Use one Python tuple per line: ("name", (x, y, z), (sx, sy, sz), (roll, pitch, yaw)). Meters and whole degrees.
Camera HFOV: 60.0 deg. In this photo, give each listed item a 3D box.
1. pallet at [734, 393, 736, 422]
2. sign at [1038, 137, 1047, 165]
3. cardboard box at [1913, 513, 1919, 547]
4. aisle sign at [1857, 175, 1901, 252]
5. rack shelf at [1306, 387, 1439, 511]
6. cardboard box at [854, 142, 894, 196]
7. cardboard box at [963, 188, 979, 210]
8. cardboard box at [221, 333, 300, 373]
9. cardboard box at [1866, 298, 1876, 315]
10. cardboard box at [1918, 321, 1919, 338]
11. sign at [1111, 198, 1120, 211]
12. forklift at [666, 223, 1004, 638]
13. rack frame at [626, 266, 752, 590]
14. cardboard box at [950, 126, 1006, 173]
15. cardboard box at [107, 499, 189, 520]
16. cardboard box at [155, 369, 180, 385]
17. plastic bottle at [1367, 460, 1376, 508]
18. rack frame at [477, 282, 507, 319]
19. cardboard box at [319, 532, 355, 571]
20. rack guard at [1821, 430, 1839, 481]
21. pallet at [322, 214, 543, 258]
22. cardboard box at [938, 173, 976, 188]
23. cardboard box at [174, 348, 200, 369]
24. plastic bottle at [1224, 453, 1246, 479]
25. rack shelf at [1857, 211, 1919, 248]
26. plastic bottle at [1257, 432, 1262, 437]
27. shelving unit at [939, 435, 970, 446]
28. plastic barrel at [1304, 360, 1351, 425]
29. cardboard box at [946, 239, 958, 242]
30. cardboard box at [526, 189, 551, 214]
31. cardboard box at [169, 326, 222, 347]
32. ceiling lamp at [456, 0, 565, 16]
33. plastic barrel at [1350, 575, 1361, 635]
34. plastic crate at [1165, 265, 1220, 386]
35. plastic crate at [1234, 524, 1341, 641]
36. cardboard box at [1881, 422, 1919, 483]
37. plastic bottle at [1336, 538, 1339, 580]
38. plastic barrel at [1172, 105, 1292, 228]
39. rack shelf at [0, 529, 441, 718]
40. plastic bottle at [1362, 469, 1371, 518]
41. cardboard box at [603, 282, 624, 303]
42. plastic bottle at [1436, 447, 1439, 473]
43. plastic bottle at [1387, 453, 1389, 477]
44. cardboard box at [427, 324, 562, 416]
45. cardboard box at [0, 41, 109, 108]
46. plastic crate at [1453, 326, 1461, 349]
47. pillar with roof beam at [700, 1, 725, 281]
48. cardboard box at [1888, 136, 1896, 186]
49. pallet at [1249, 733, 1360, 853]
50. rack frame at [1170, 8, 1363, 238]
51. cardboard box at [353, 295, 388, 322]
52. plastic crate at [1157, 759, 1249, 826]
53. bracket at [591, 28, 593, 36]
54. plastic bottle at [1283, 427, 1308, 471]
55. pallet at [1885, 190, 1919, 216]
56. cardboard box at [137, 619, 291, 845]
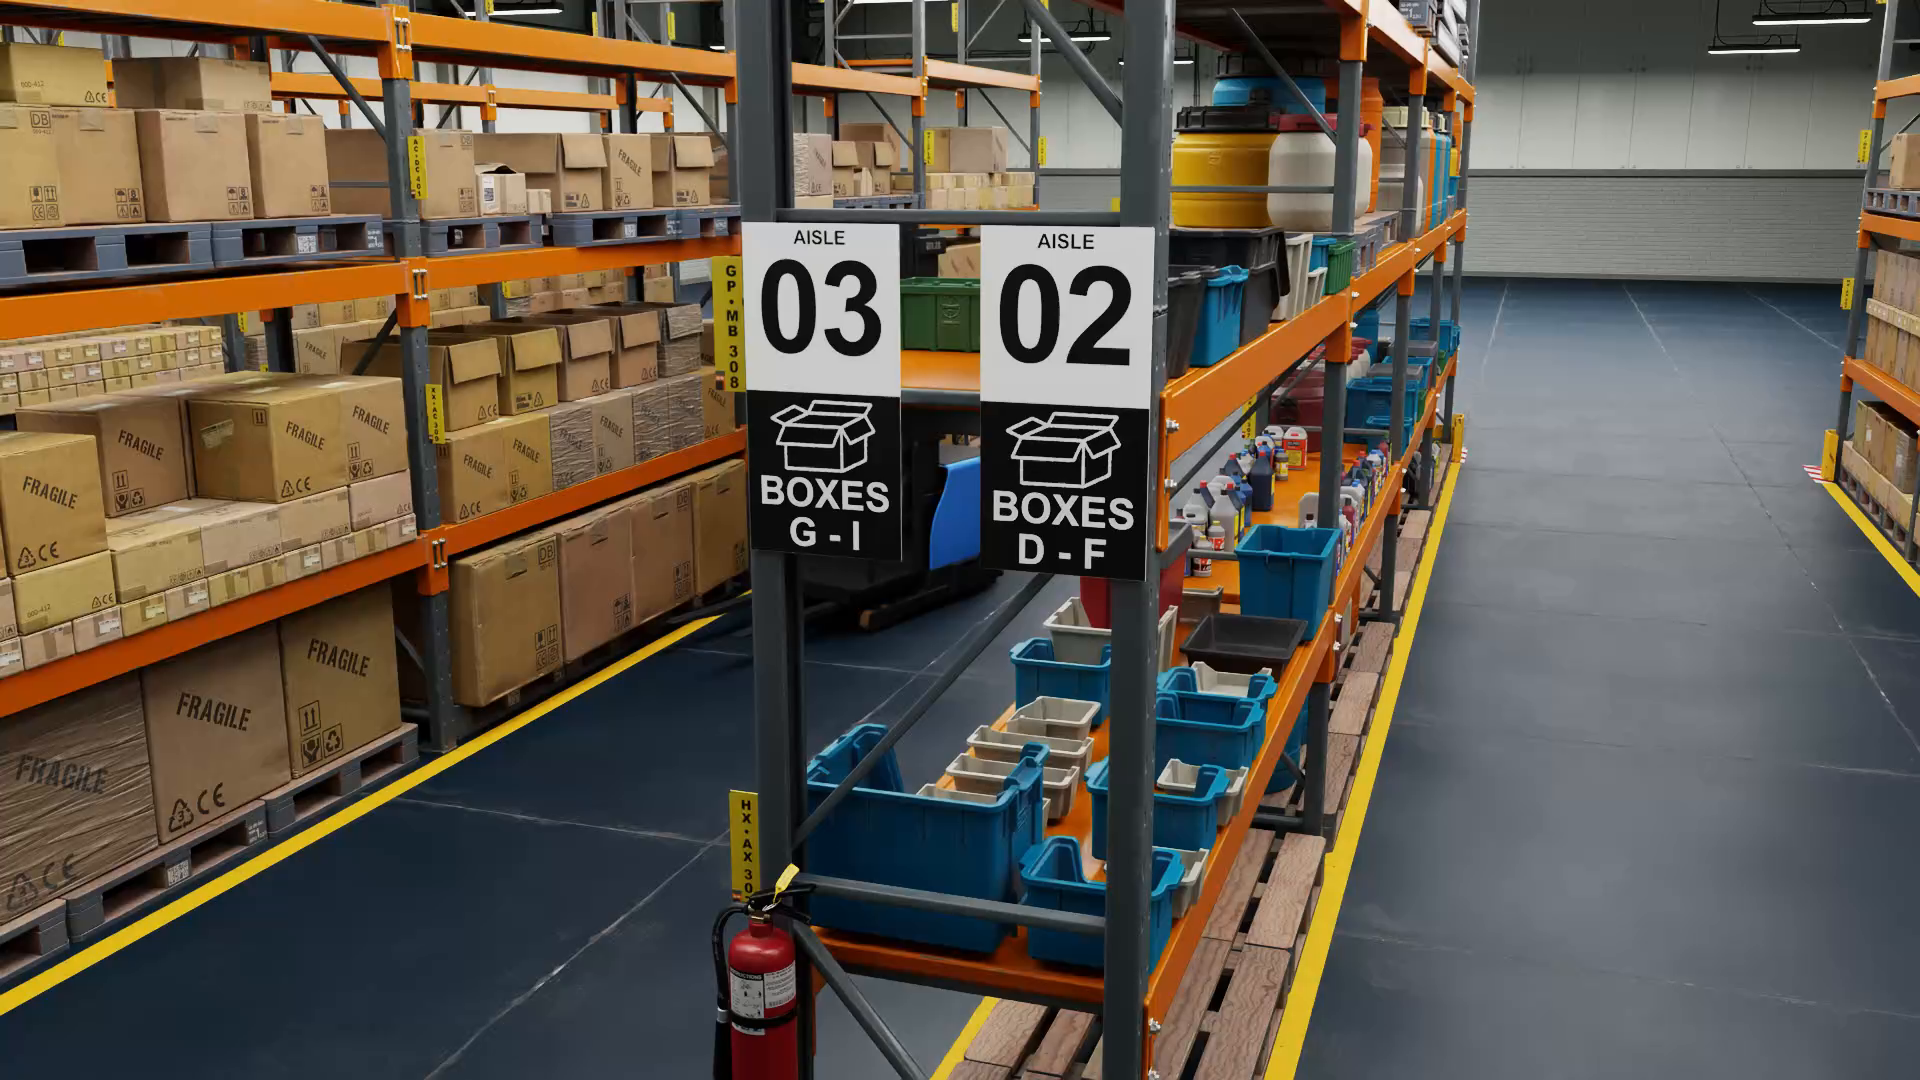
("pallet", (-1.993, -1.179, 13.843), (1.213, 0.211, 1.003), (4, 14, 18))
("sign", (0.985, -4.649, 19.885), (0.100, 0.325, 0.005), (4, 14, 18))
("cardboard box", (8.179, -0.040, 13.658), (0.500, 0.250, 0.500), (4, 13, 17))
("aisle sign", (9.570, -3.388, 17.251), (0.394, 0.787, 0.004), (4, 14, 18))
("rack shelf", (3.211, -0.829, 13.494), (1.077, 0.370, 4.000), (4, 14, 18))
("cardboard box", (-1.074, -3.583, 16.027), (0.797, 0.503, 0.637), (4, 13, 16))
("cardboard box", (-0.103, -3.638, 17.783), (0.500, 0.250, 0.500), (4, 13, 16))
("cardboard box", (-6.382, -1.617, 15.107), (0.500, 0.500, 0.500), (5, 14, 19))
("cardboard box", (9.507, -2.383, 17.005), (0.380, 0.149, 0.250), (4, 14, 18))
("cardboard box", (8.677, -1.843, 14.640), (0.380, 0.149, 0.250), (4, 14, 18))
("sign", (0.750, -1.423, 7.719), (0.100, 0.325, 0.005), (4, 14, 18))
("forklift", (-0.898, -0.880, 12.256), (1.130, 2.935, 3.031), (9, 16, 34))
("rack frame", (-2.123, -1.115, 13.131), (1.000, 3.000, 0.127), (4, 14, 18))
("cardboard box", (0.204, -4.355, 18.568), (0.500, 0.500, 0.500), (4, 14, 18))
("cardboard box", (-4.145, -0.051, 8.137), (0.500, 0.250, 0.500), (5, 14, 20))
("cardboard box", (-6.673, -1.332, 13.704), (0.380, 0.149, 0.250), (5, 14, 19))
("plastic bottle", (2.467, -0.345, 10.020), (0.061, 0.283, 0.133), (4, 14, 18))
("rack frame", (-5.489, -2.335, 18.479), (1.000, 3.000, 0.127), (4, 14, 18))
("cardboard box", (-3.372, 0.046, 8.610), (0.380, 0.149, 0.250), (4, 13, 17))
("rack guard", (9.846, -0.872, 17.683), (1.175, 0.500, 0.348), (4, 14, 18))
("pallet", (-3.167, -1.838, 9.990), (0.805, 0.209, 1.217), (4, 13, 16))
("cardboard box", (-0.045, -3.864, 17.877), (0.380, 0.149, 0.250), (4, 13, 17))
("cardboard box", (-6.597, -1.527, 13.891), (0.380, 0.149, 0.250), (5, 14, 21))
("plastic bottle", (1.614, -0.341, 9.852), (0.144, 0.351, 0.185), (4, 14, 18))
("rack shelf", (9.191, -2.776, 15.284), (1.077, 0.370, 4.000), (4, 14, 18))
("plastic bottle", (1.969, -0.568, 10.996), (0.061, 0.283, 0.133), (4, 14, 18))
("shelving unit", (0.002, -0.733, 14.827), (0.431, 1.500, 0.755), (4, 14, 18))
("plastic barrel", (2.831, -1.133, 12.961), (0.421, 0.512, 0.421), (0, 13, 0))
("cardboard box", (-0.299, -3.174, 19.013), (0.500, 0.500, 0.500), (4, 14, 18))
("cardboard box", (-2.793, -2.120, 10.415), (0.380, 0.149, 0.250), (4, 13, 16))
("cardboard box", (-6.508, -1.729, 14.107), (0.380, 0.149, 0.250), (4, 13, 16))
("ceiling lamp", (-7.774, -10.790, 28.923), (2.000, 3.185, 0.800), (4, 14, 18))
("plastic barrel", (2.422, 0.199, 11.307), (0.600, 0.830, 0.708), (4, 14, 18))
("plastic crate", (0.364, -0.533, 4.137), (0.497, 0.269, 0.590), (4, 14, 18))
("plastic crate", (1.441, 0.185, 7.336), (0.392, 0.384, 0.575), (4, 14, 18))
("cardboard box", (8.818, -0.796, 15.285), (0.500, 0.500, 0.500), (4, 14, 18))
("plastic bottle", (1.835, 0.066, 8.219), (0.061, 0.283, 0.133), (4, 14, 18))
("plastic barrel", (1.373, -1.882, 8.383), (0.600, 0.588, 0.600), (0, 13, 0))
("rack shelf", (-4.064, 0.499, 7.676), (1.077, 0.370, 4.000), (4, 14, 18))
("plastic bottle", (2.364, -0.278, 9.726), (0.061, 0.283, 0.133), (4, 14, 18))
("cardboard box", (-4.729, -2.943, 20.804), (0.875, 0.550, 0.550), (4, 14, 18))
("plastic bottle", (4.821, -0.831, 17.018), (0.152, 0.276, 0.135), (4, 13, 17))
("plastic bottle", (2.782, -0.522, 10.982), (0.097, 0.201, 0.097), (0, 13, 0))
("cardboard box", (-2.985, -1.089, 10.540), (0.797, 0.503, 0.637), (5, 14, 19))
("cardboard box", (-4.048, -1.985, 7.125), (0.500, 0.250, 0.500), (4, 13, 17))
("plastic crate", (5.274, -2.243, 18.409), (0.499, 0.251, 0.616), (4, 14, 18))
("pillar with roof beam", (-2.848, -11.456, 44.955), (9.100, 9.000, 0.548), (4, 14, 18))
("cardboard box", (9.648, -3.750, 16.446), (0.797, 0.503, 0.637), (5, 14, 22))
("pallet", (1.559, 1.284, 8.888), (1.003, 0.211, 1.213), (4, 14, 18))
("rack frame", (1.270, -2.841, 7.211), (1.000, 3.000, 0.127), (4, 14, 18))
("cardboard box", (-6.137, -2.446, 16.490), (0.700, 0.500, 0.500), (4, 14, 18))
("plastic crate", (0.769, 0.793, 5.231), (0.250, 0.136, 0.298), (4, 14, 18))
("bracket", (-8.661, -12.144, 39.883), (0.235, 0.232, 0.430), (4, 14, 18))
("plastic bottle", (2.262, -0.619, 11.237), (0.152, 0.276, 0.135), (4, 14, 18))
("pallet", (9.192, -3.100, 15.285), (1.003, 0.211, 1.213), (4, 14, 18))
("cardboard box", (-3.997, 0.881, 8.217), (0.875, 0.875, 0.875), (4, 14, 18))
